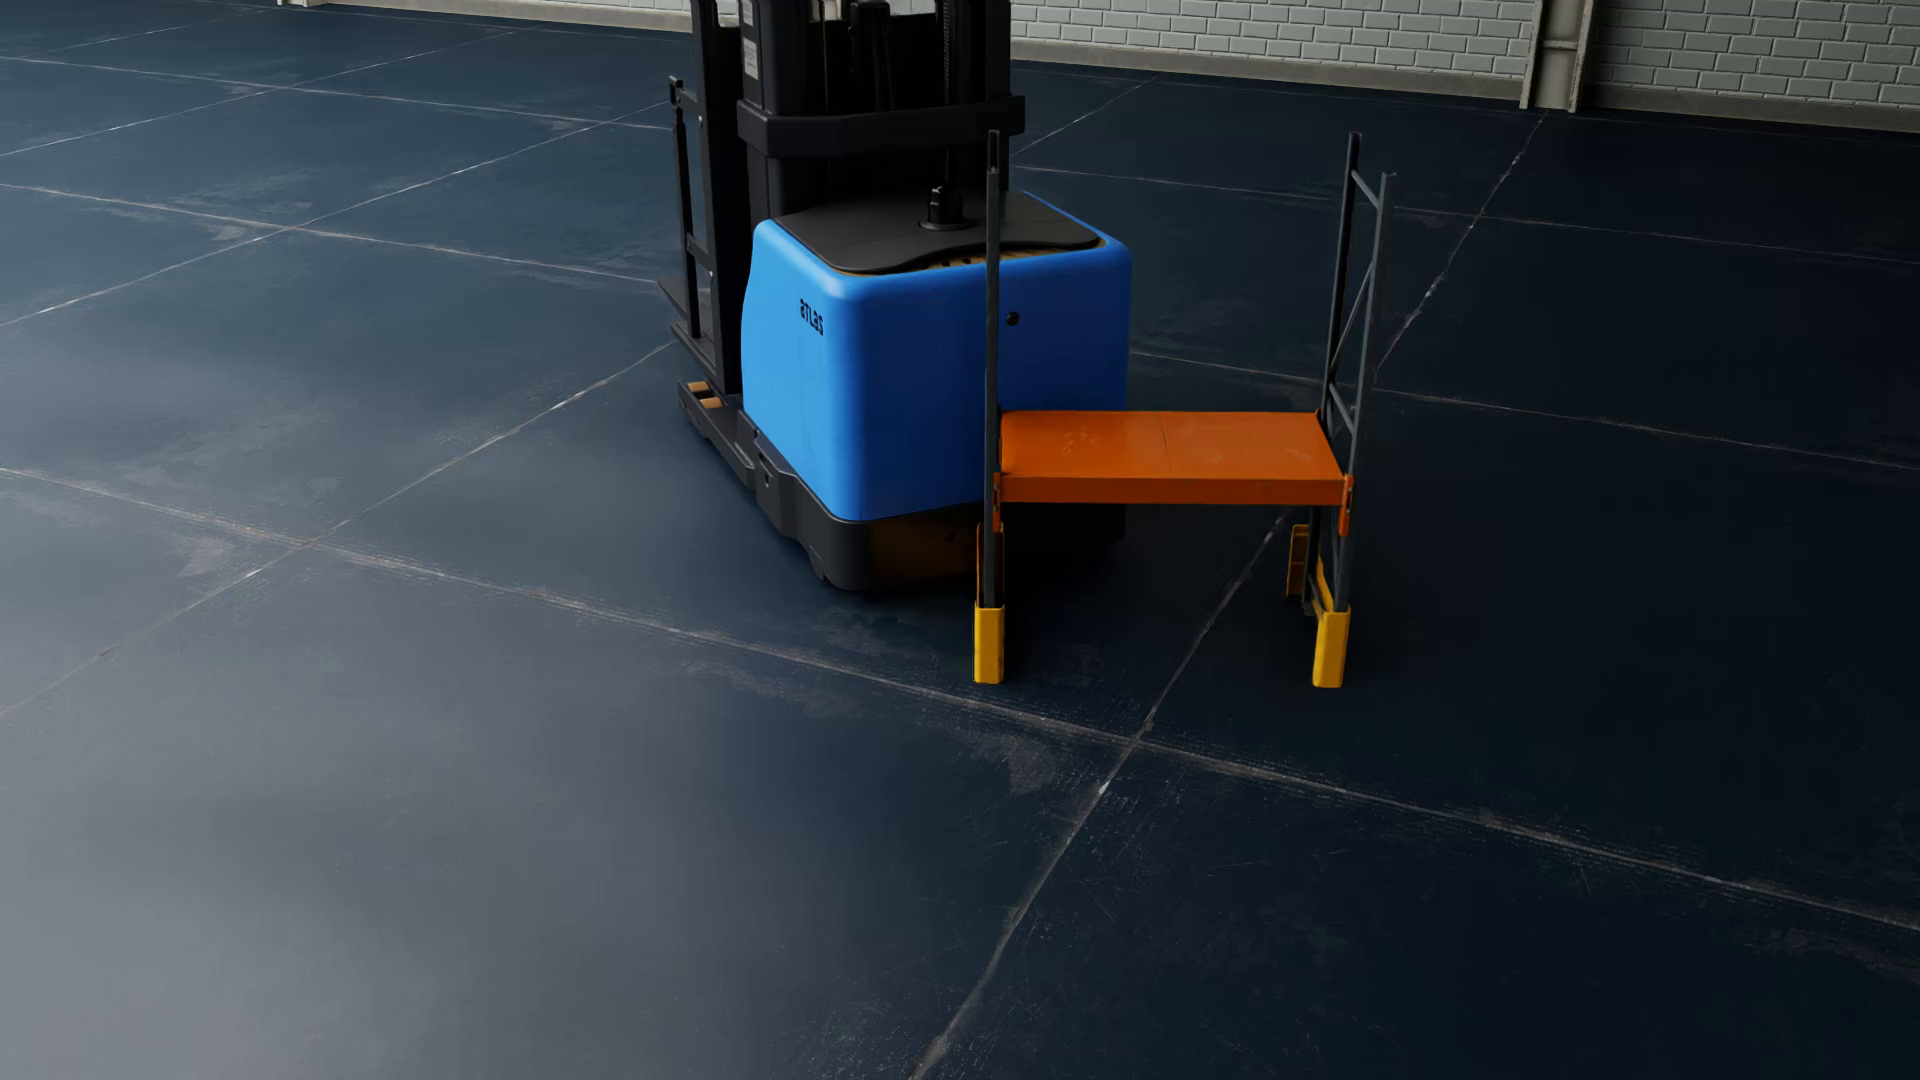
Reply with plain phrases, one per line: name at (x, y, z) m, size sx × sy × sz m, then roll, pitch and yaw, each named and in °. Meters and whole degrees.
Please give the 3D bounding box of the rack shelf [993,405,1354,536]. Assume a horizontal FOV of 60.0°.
rack shelf at (0.599, -0.211, 4.888) m, size 1.000 × 0.185 × 0.538 m, roll 1°, pitch 26°, yaw 1°

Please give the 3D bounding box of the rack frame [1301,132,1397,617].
rack frame at (1.107, -0.368, 4.798) m, size 0.032 × 1.500 × 0.500 m, roll 1°, pitch 26°, yaw 1°

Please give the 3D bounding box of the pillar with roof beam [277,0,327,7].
pillar with roof beam at (-8.366, -7.689, 11.179) m, size 0.400 × 9.000 × 9.100 m, roll 11°, pitch 28°, yaw 22°

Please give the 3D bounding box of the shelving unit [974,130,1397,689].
shelving unit at (0.590, -0.373, 4.809) m, size 1.083 × 1.500 × 0.587 m, roll 1°, pitch 26°, yaw 1°

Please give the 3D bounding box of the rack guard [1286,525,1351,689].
rack guard at (1.088, 0.193, 5.075) m, size 0.087 × 0.250 × 0.587 m, roll 1°, pitch 26°, yaw 1°

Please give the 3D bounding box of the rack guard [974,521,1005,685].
rack guard at (0.092, 0.183, 5.096) m, size 0.087 × 0.250 × 0.587 m, roll 1°, pitch 26°, yaw 1°

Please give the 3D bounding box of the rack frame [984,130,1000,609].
rack frame at (0.091, -0.378, 4.820) m, size 0.032 × 1.500 × 0.500 m, roll 1°, pitch 26°, yaw 1°

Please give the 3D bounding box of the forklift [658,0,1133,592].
forklift at (-0.490, -1.777, 6.042) m, size 1.130 × 2.935 × 3.031 m, roll -11°, pitch 28°, yaw -21°

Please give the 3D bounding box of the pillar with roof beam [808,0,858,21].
pillar with roof beam at (-2.904, -6.592, 8.951) m, size 0.400 × 9.000 × 9.100 m, roll 11°, pitch 28°, yaw 22°

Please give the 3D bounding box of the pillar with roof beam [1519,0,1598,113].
pillar with roof beam at (2.557, -5.495, 6.722) m, size 0.400 × 9.000 × 9.100 m, roll 11°, pitch 28°, yaw 22°
